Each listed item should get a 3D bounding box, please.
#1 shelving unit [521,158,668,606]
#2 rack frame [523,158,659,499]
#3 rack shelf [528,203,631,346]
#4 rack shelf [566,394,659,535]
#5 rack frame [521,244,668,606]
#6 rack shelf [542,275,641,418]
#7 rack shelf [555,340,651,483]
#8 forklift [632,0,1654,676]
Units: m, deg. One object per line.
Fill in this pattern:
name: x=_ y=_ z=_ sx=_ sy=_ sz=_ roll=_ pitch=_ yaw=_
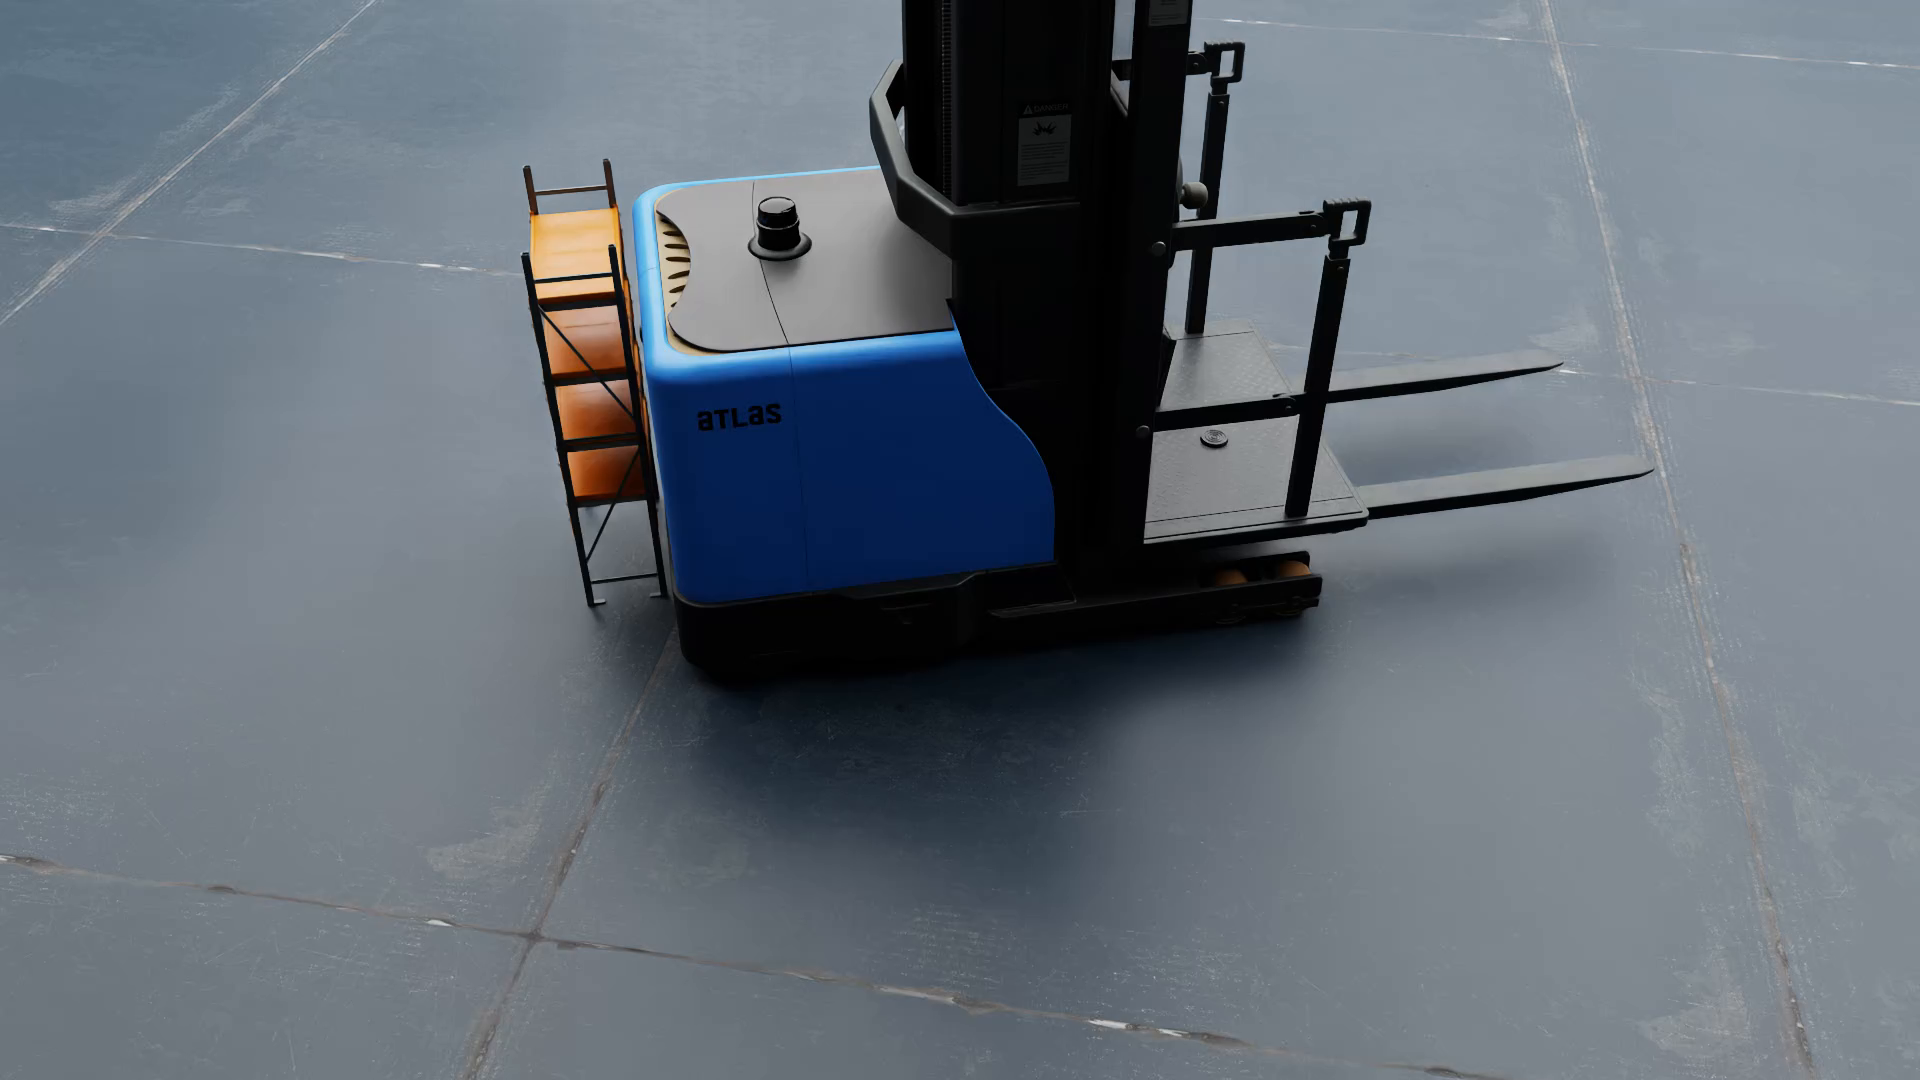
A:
shelving unit: x=-1.052 y=-0.436 z=4.836 sx=0.258 sy=1.200 sz=0.503 roll=-7 pitch=40 yaw=-8
rack frame: x=-1.098 y=-0.589 z=5.020 sx=0.240 sy=1.200 sz=0.015 roll=-7 pitch=40 yaw=-8
rack shelf: x=-1.052 y=-0.739 z=4.585 sx=0.258 sy=0.148 sz=0.480 roll=-7 pitch=40 yaw=-8
rack shelf: x=-1.052 y=-0.231 z=5.005 sx=0.258 sy=0.148 sz=0.480 roll=-7 pitch=40 yaw=-8
rack frame: x=-1.005 y=-0.283 z=4.651 sx=0.240 sy=1.200 sz=0.015 roll=-7 pitch=40 yaw=-8
rack shelf: x=-1.052 y=-0.557 z=4.736 sx=0.258 sy=0.148 sz=0.480 roll=-7 pitch=40 yaw=-8
rack shelf: x=-1.052 y=-0.384 z=4.879 sx=0.258 sy=0.148 sz=0.480 roll=-7 pitch=40 yaw=-8
forklift: x=0.611 y=-1.204 z=4.407 sx=3.031 sy=2.935 sz=1.130 roll=-7 pitch=40 yaw=-8
